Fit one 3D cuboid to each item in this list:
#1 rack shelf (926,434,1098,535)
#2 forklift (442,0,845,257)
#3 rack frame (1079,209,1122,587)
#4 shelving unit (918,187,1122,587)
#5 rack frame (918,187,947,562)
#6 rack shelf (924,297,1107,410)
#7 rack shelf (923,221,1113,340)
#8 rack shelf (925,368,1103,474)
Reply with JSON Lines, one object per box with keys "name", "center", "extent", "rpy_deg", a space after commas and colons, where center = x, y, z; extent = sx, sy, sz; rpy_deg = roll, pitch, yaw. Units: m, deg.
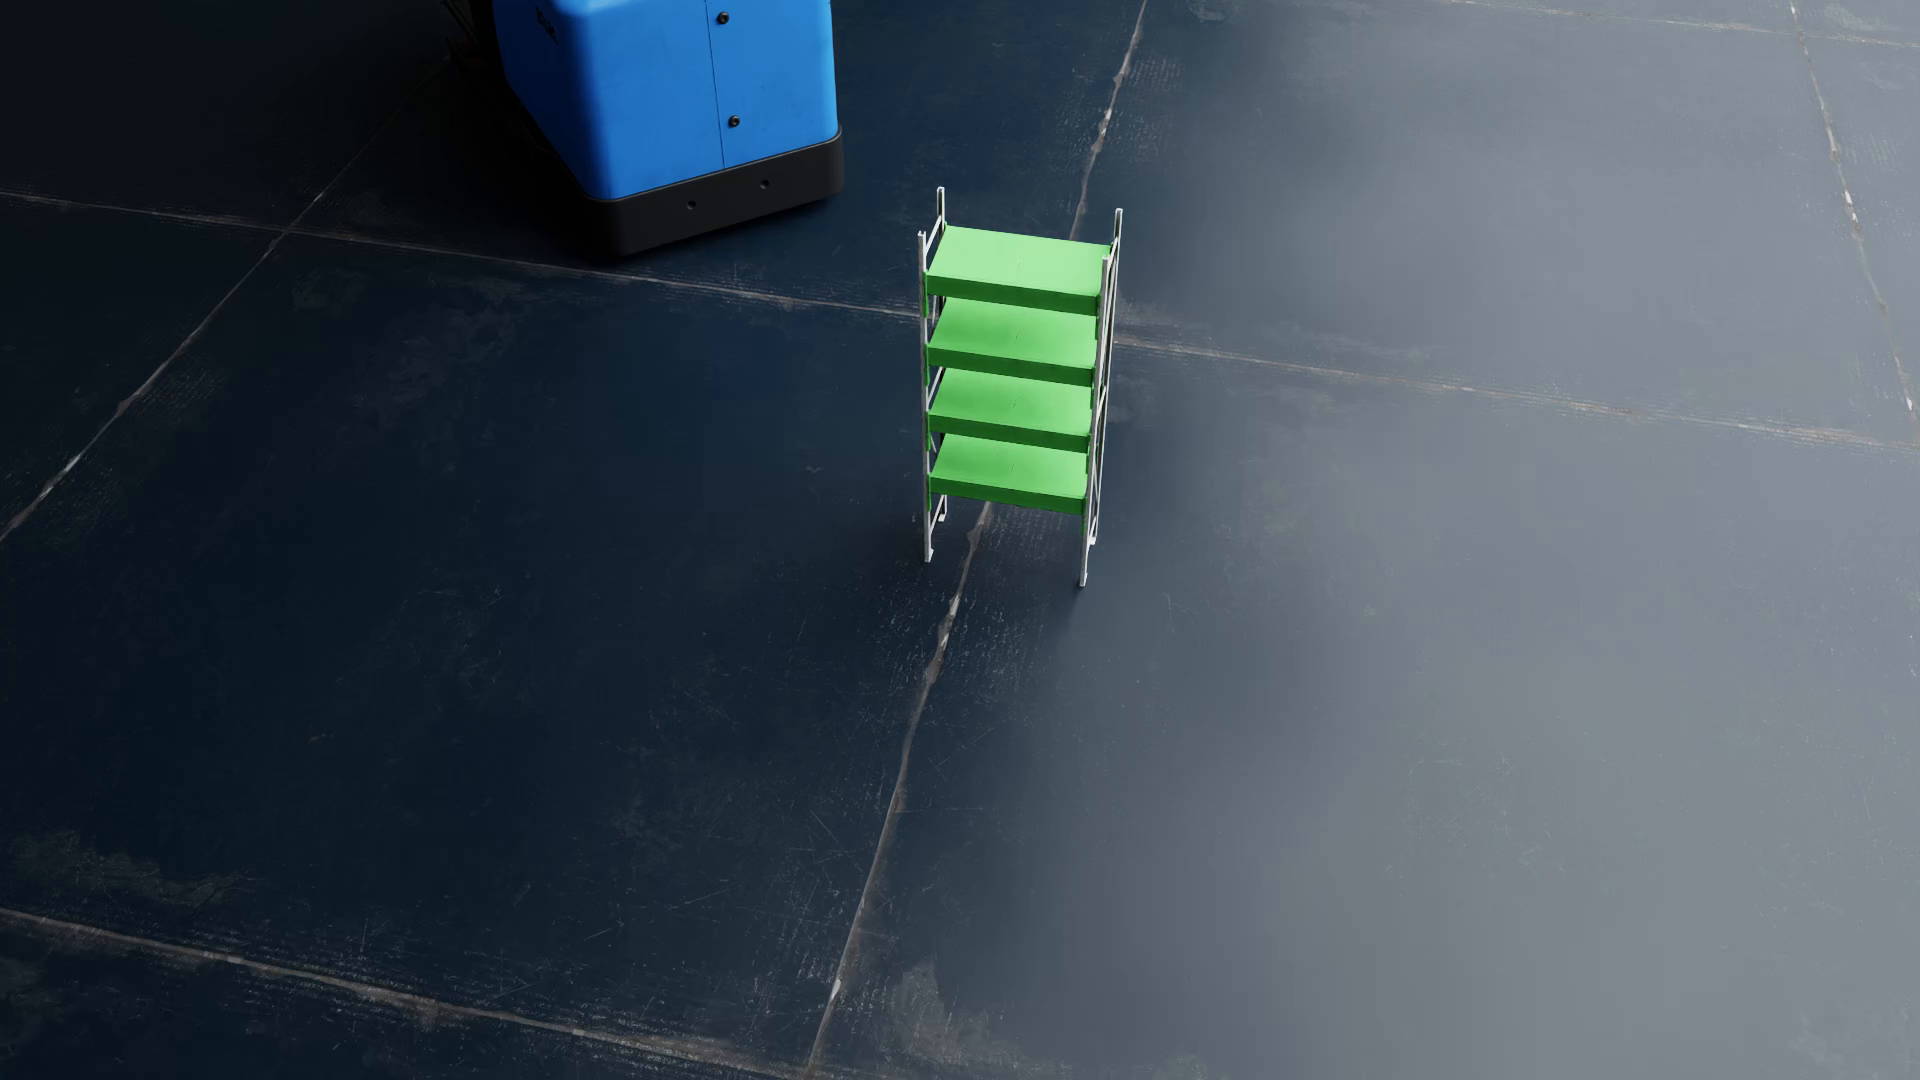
{"name": "rack shelf", "center": [0.162, -0.188, 5.019], "extent": [0.480, 0.148, 0.258], "rpy_deg": [9, 45, 9]}
{"name": "forklift", "center": [-1.609, -3.138, 6.396], "extent": [1.130, 2.935, 3.031], "rpy_deg": [-21, 48, -20]}
{"name": "rack frame", "center": [0.400, -0.370, 4.769], "extent": [0.015, 1.200, 0.240], "rpy_deg": [9, 45, 9]}
{"name": "shelving unit", "center": [0.162, -0.407, 4.808], "extent": [0.503, 1.200, 0.258], "rpy_deg": [9, 45, 9]}
{"name": "rack frame", "center": [-0.077, -0.444, 4.846], "extent": [0.015, 1.200, 0.240], "rpy_deg": [9, 45, 9]}
{"name": "rack shelf", "center": [0.162, -0.534, 4.686], "extent": [0.480, 0.148, 0.258], "rpy_deg": [9, 45, 9]}
{"name": "rack shelf", "center": [0.162, -0.707, 4.519], "extent": [0.480, 0.148, 0.258], "rpy_deg": [9, 45, 9]}
{"name": "rack shelf", "center": [0.162, -0.361, 4.852], "extent": [0.480, 0.148, 0.258], "rpy_deg": [9, 45, 9]}
